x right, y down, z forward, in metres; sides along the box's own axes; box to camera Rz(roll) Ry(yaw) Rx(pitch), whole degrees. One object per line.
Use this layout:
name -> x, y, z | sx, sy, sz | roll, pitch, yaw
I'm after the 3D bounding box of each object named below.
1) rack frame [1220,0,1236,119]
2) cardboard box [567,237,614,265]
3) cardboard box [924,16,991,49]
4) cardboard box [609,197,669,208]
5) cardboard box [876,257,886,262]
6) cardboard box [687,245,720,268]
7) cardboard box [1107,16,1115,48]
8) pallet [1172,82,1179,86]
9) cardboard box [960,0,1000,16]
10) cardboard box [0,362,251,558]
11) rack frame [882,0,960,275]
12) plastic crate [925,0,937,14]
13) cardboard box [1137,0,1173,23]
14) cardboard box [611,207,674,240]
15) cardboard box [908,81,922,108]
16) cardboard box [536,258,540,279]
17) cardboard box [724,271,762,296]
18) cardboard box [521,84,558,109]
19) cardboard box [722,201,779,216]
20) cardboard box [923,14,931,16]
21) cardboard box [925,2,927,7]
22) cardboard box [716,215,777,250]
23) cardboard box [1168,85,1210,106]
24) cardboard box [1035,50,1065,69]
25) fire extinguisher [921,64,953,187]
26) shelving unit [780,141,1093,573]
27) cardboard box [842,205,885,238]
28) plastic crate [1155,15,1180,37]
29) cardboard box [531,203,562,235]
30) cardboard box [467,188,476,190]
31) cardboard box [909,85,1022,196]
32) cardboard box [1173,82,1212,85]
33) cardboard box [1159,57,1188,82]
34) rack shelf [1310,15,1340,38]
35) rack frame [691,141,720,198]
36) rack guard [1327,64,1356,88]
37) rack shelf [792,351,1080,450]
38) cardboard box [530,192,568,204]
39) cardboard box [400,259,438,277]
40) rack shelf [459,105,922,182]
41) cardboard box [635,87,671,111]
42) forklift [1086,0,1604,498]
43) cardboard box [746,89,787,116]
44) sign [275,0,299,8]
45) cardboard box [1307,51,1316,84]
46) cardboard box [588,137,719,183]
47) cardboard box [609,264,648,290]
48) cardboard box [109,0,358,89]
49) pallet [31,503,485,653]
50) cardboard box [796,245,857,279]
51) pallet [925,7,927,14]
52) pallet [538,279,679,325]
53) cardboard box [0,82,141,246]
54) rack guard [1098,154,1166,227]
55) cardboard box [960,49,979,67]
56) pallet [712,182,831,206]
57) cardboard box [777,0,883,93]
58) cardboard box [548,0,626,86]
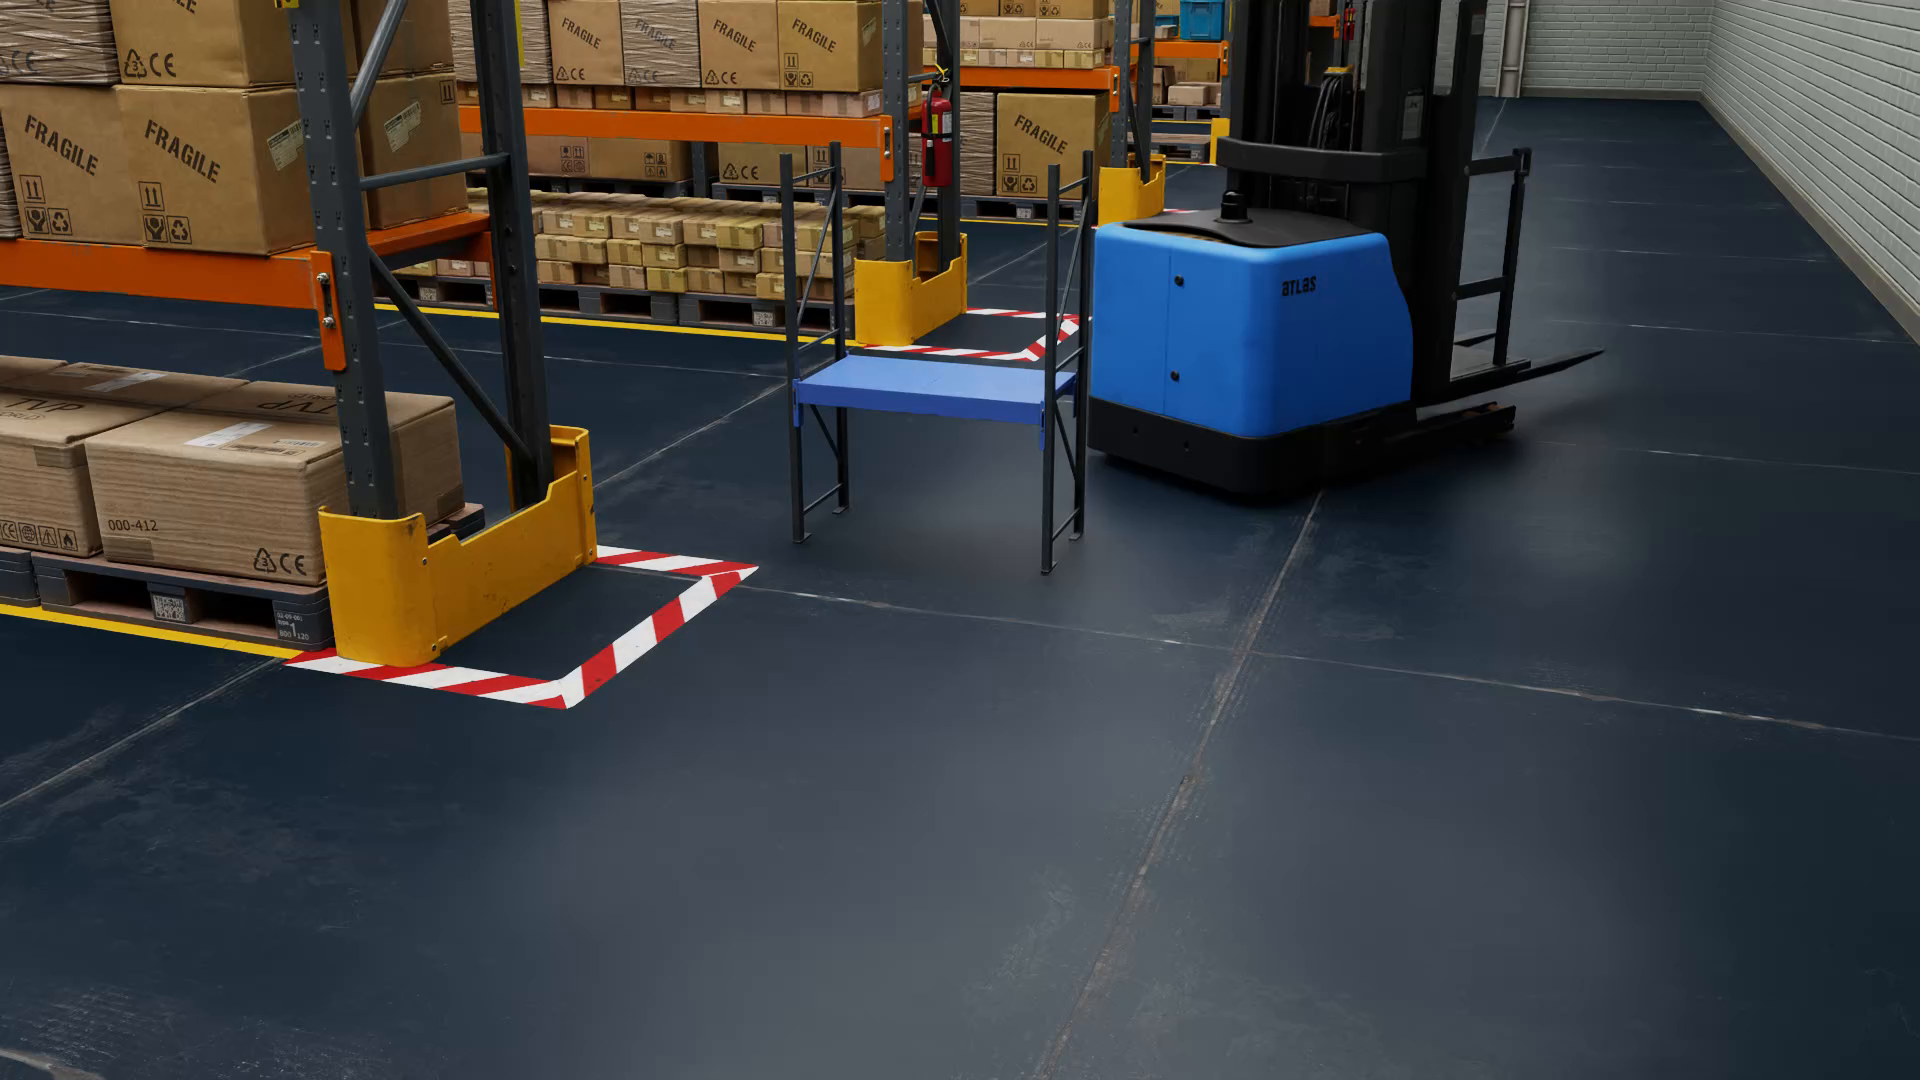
rack frame -> 3.129, -5.820, 18.715 | 0.127, 3.000, 1.000 | 7, 20, 18
cardboard box -> -2.302, -1.872, 10.630 | 0.250, 0.149, 0.380 | 7, 20, 19
cardboard box -> -0.001, -4.429, 14.502 | 0.500, 0.250, 0.500 | 6, 20, 16
cardboard box -> -2.121, -2.177, 11.055 | 0.250, 0.149, 0.380 | 7, 20, 18
cardboard box -> -0.609, -1.757, 10.753 | 0.250, 0.149, 0.380 | 7, 20, 19
cardboard box -> -1.523, -1.826, 10.499 | 0.250, 0.149, 0.380 | 6, 20, 17
cardboard box -> 1.139, -4.485, 14.663 | 0.500, 0.250, 0.500 | 6, 20, 17
pallet -> 3.294, -7.909, 28.945 | 1.213, 0.211, 1.003 | 7, 20, 18
cardboard box -> 0.175, -4.948, 14.849 | 0.500, 0.500, 0.500 | 6, 20, 17
cardboard box -> -3.272, -0.324, 6.202 | 0.875, 0.438, 0.875 | 7, 20, 20
rack frame -> -0.219, -2.749, 9.905 | 0.127, 3.000, 1.000 | 7, 20, 18
plastic crate -> -0.096, -6.328, 20.107 | 0.575, 0.384, 0.392 | 7, 20, 18
cardboard box -> 2.809, -7.536, 23.485 | 0.500, 0.500, 0.500 | 6, 20, 17
cardboard box -> -2.016, -2.016, 10.592 | 0.250, 0.149, 0.380 | 6, 20, 16
cardboard box -> -0.418, -2.767, 10.339 | 0.250, 0.149, 0.380 | 6, 20, 18
cardboard box -> -2.734, -1.824, 10.945 | 0.250, 0.149, 0.380 | 6, 20, 16
cardboard box -> -1.283, -1.644, 10.430 | 0.250, 0.149, 0.380 | 6, 20, 18
cardboard box -> -2.578, -2.803, 10.441 | 0.250, 0.149, 0.380 | 7, 21, 20
cardboard box -> -1.360, -2.104, 10.846 | 0.250, 0.149, 0.380 | 6, 20, 15
cardboard box -> -0.322, -4.650, 15.134 | 0.500, 0.250, 0.500 | 6, 20, 17
cardboard box -> -0.709, -8.209, 24.779 | 0.500, 0.500, 0.700 | 1, 19, 4
cardboard box -> -1.308, -1.894, 10.241 | 0.250, 0.149, 0.380 | 6, 20, 17
cardboard box -> 3.276, -6.363, 23.783 | 0.500, 0.250, 0.500 | 7, 20, 18
cardboard box -> 0.813, -4.125, 14.234 | 0.250, 0.149, 0.380 | 7, 20, 19
fire extinguisher -> -0.133, -2.365, 9.489 | 0.183, 0.674, 0.296 | 7, 20, 18
shelving unit -> -0.081, -0.717, 6.356 | 1.048, 1.500, 0.538 | 7, 20, 18
cardboard box -> -0.603, -2.044, 10.672 | 0.250, 0.149, 0.380 | 6, 20, 16
plastic crate -> 2.382, -5.969, 19.307 | 0.300, 0.233, 0.416 | 7, 20, 18
cardboard box -> -2.777, -2.078, 10.770 | 0.250, 0.149, 0.380 | 7, 20, 19
cardboard box -> -3.576, -2.356, 11.568 | 0.250, 0.149, 0.380 | 7, 20, 20
cardboard box -> 0.013, -3.617, 14.987 | 0.875, 0.875, 0.875 | 7, 20, 18
cardboard box -> 3.393, -6.524, 24.244 | 0.500, 0.250, 0.500 | 7, 20, 18
cardboard box -> 3.748, -8.182, 28.652 | 0.500, 0.500, 0.700 | 6, 20, 18
rack shelf -> 4.491, -8.777, 28.290 | 4.000, 0.370, 1.077 | 7, 20, 18
rack frame -> -2.275, -4.712, 15.537 | 0.127, 3.000, 1.000 | 7, 20, 18
rack guard -> 6.403, -7.717, 27.956 | 0.348, 0.500, 1.175 | 7, 20, 18
rack shelf -> -0.081, -0.548, 6.415 | 1.000, 0.185, 0.538 | 7, 20, 18
cardboard box -> -2.865, -2.264, 11.304 | 0.250, 0.149, 0.380 | 7, 20, 20
cardboard box -> -3.508, -1.865, 11.062 | 0.250, 0.149, 0.380 | 7, 20, 20
rack shelf -> -2.109, -2.625, 10.643 | 4.000, 0.370, 1.077 | 7, 20, 18
cardboard box -> -1.808, -2.744, 10.273 | 0.250, 0.149, 0.380 | 6, 20, 16
forklift -> 2.030, -1.943, 7.698 | 3.031, 2.935, 1.130 | -15, 24, -37
cardboard box -> -1.085, -2.638, 9.970 | 0.250, 0.149, 0.380 | 6, 20, 18
sign -> -1.940, -1.690, 4.749 | 0.005, 0.325, 0.100 | 7, 20, 18
cardboard box -> 5.686, -7.963, 28.022 | 0.500, 0.500, 0.700 | 7, 20, 18
cardboard box -> -2.886, -3.970, 15.998 | 0.875, 0.875, 1.225 | 7, 20, 18
cardboard box -> -2.033, -1.711, 10.620 | 0.250, 0.149, 0.380 | 7, 20, 19
cardboard box -> -2.282, -1.696, 5.214 | 0.500, 0.500, 0.500 | 7, 20, 20
pallet -> -2.529, 0.056, 6.095 | 1.213, 0.211, 1.003 | 7, 20, 18
cardboard box -> -0.812, -1.710, 10.165 | 0.250, 0.149, 0.380 | 6, 20, 17
pallet -> -0.960, -7.925, 25.045 | 1.213, 0.211, 1.003 | 7, 20, 18
pallet -> -2.196, -1.671, 11.050 | 1.213, 0.211, 1.003 | 7, 20, 18
cardboard box -> -2.760, -1.275, 5.524 | 0.500, 0.500, 0.500 | 6, 20, 17
rack guard -> 1.526, -3.097, 14.701 | 0.348, 0.500, 1.175 | 7, 20, 18
cardboard box -> 0.094, -4.207, 14.471 | 0.250, 0.149, 0.380 | 6, 20, 17
pallet -> -1.582, -3.289, 15.690 | 1.213, 0.211, 1.003 | 7, 20, 18
cardboard box -> -0.728, -2.905, 9.749 | 0.500, 0.500, 0.500 | 7, 20, 19
cardboard box -> -2.163, -3.071, 10.225 | 0.500, 0.500, 0.500 | 8, 21, 21
